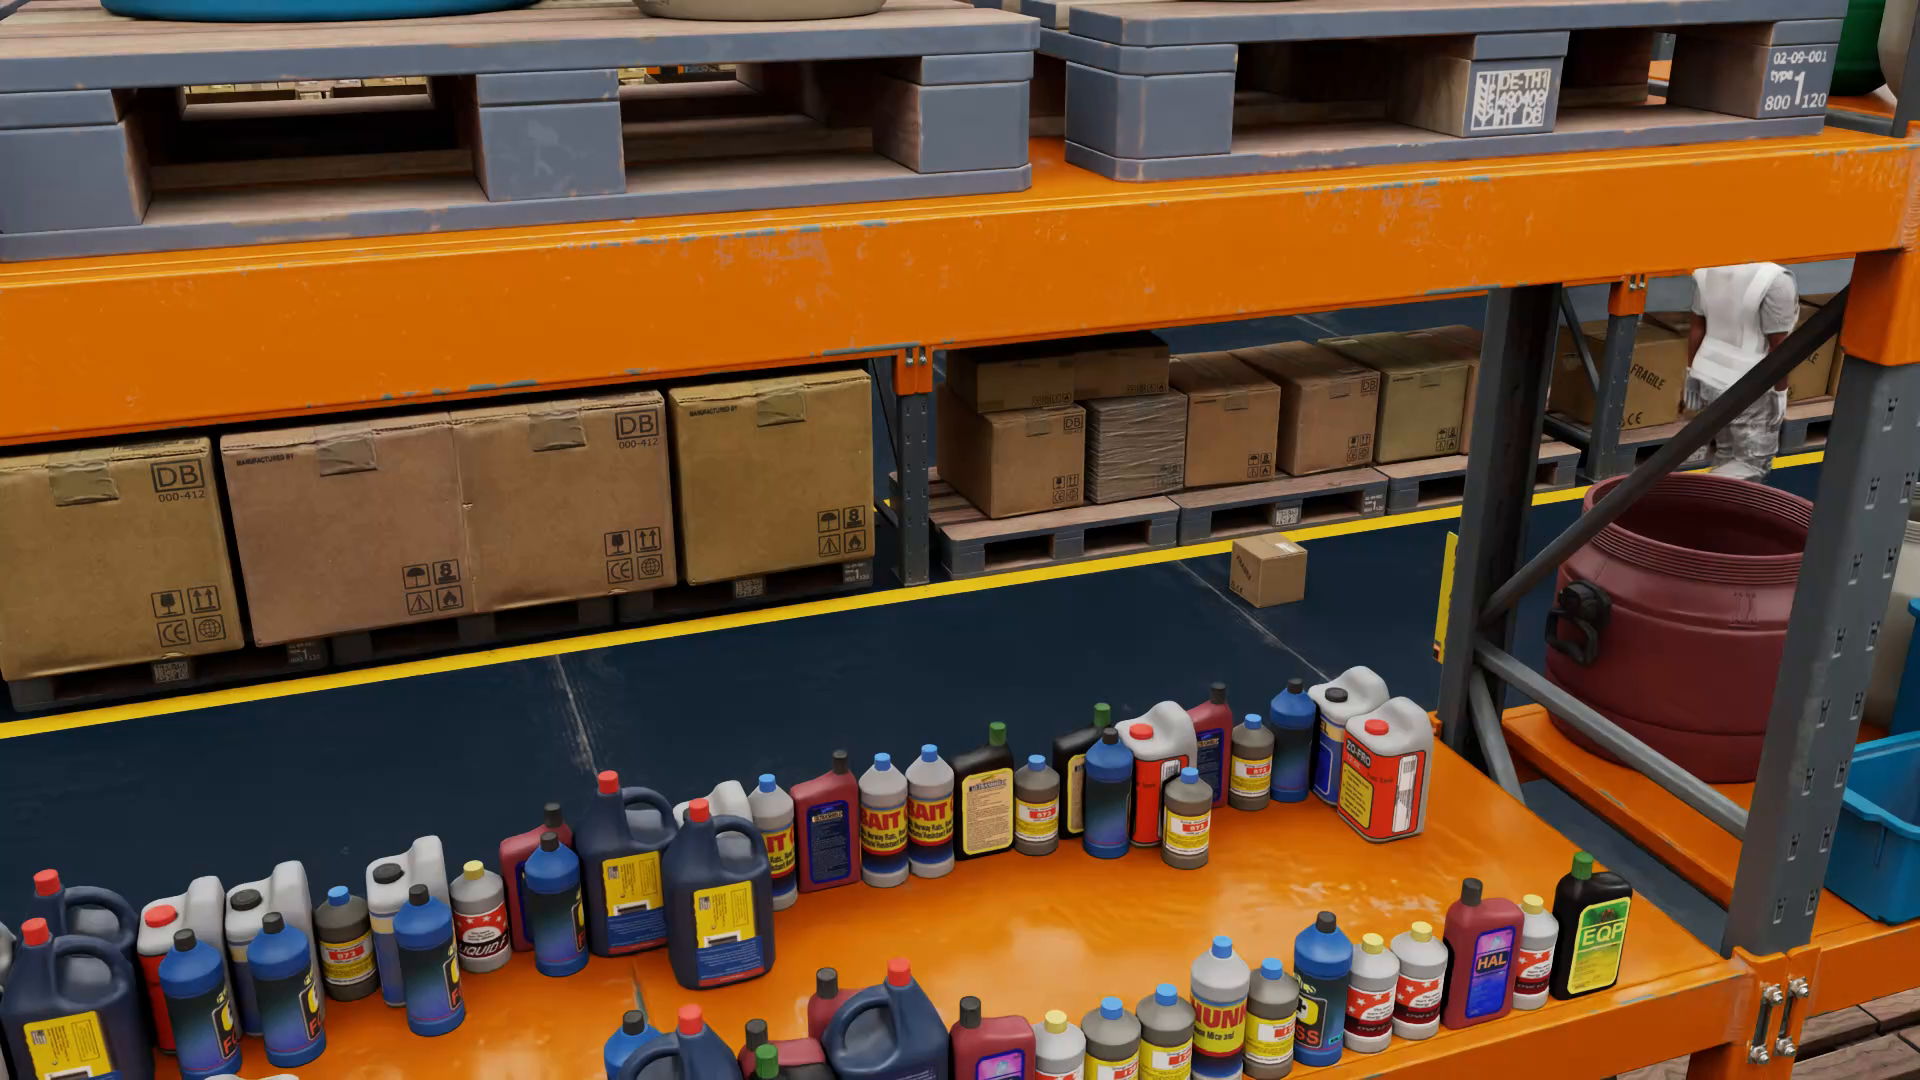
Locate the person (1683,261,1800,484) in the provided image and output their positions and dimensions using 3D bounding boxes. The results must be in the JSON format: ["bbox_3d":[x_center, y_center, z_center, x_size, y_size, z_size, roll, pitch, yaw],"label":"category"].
[{"bbox_3d":[3.632,-0.737,7.829,0.756,1.766,0.553,-7,23,-17],"label":"person"}]
